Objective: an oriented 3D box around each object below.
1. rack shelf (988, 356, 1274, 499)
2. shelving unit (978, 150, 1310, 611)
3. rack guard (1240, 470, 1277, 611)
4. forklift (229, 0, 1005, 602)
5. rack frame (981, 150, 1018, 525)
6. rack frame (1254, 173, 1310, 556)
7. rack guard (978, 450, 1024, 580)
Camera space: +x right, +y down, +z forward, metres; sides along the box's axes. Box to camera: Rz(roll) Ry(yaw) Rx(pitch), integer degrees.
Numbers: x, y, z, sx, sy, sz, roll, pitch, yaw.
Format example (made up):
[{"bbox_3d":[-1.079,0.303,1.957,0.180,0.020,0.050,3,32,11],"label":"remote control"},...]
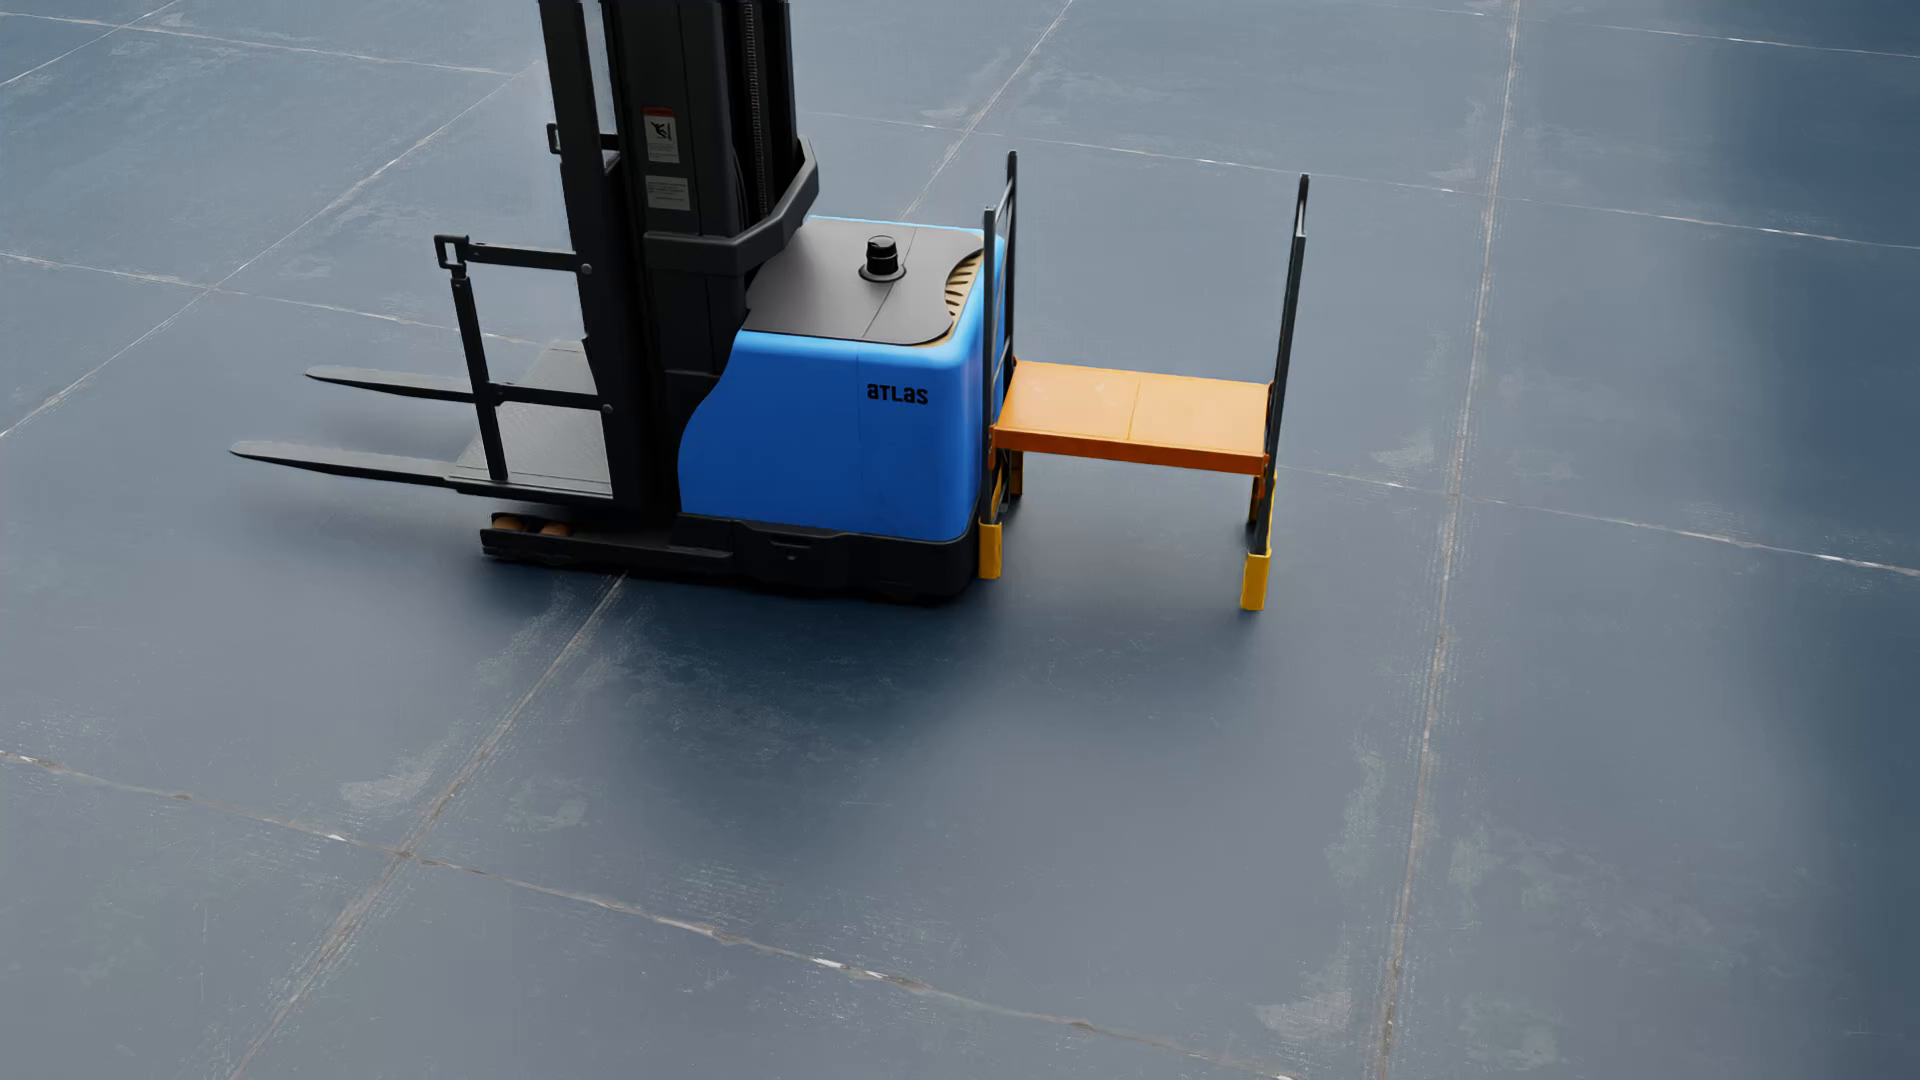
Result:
[{"bbox_3d":[0.642,-0.426,6.152,1.000,0.185,0.538,7,37,9],"label":"rack shelf"},{"bbox_3d":[0.650,-0.570,6.044,1.083,1.500,0.587,7,37,9],"label":"shelving unit"},{"bbox_3d":[1.139,-0.010,6.338,0.087,0.250,0.587,7,37,9],"label":"rack guard"},{"bbox_3d":[-1.374,-1.380,5.937,3.031,2.935,1.130,7,37,9],"label":"forklift"},{"bbox_3d":[0.142,-0.628,6.123,0.032,1.500,0.500,7,37,9],"label":"rack frame"},{"bbox_3d":[1.141,-0.513,5.967,0.032,1.500,0.500,7,37,9],"label":"rack frame"},{"bbox_3d":[0.162,-0.123,6.491,0.087,0.250,0.587,7,37,9],"label":"rack guard"}]
